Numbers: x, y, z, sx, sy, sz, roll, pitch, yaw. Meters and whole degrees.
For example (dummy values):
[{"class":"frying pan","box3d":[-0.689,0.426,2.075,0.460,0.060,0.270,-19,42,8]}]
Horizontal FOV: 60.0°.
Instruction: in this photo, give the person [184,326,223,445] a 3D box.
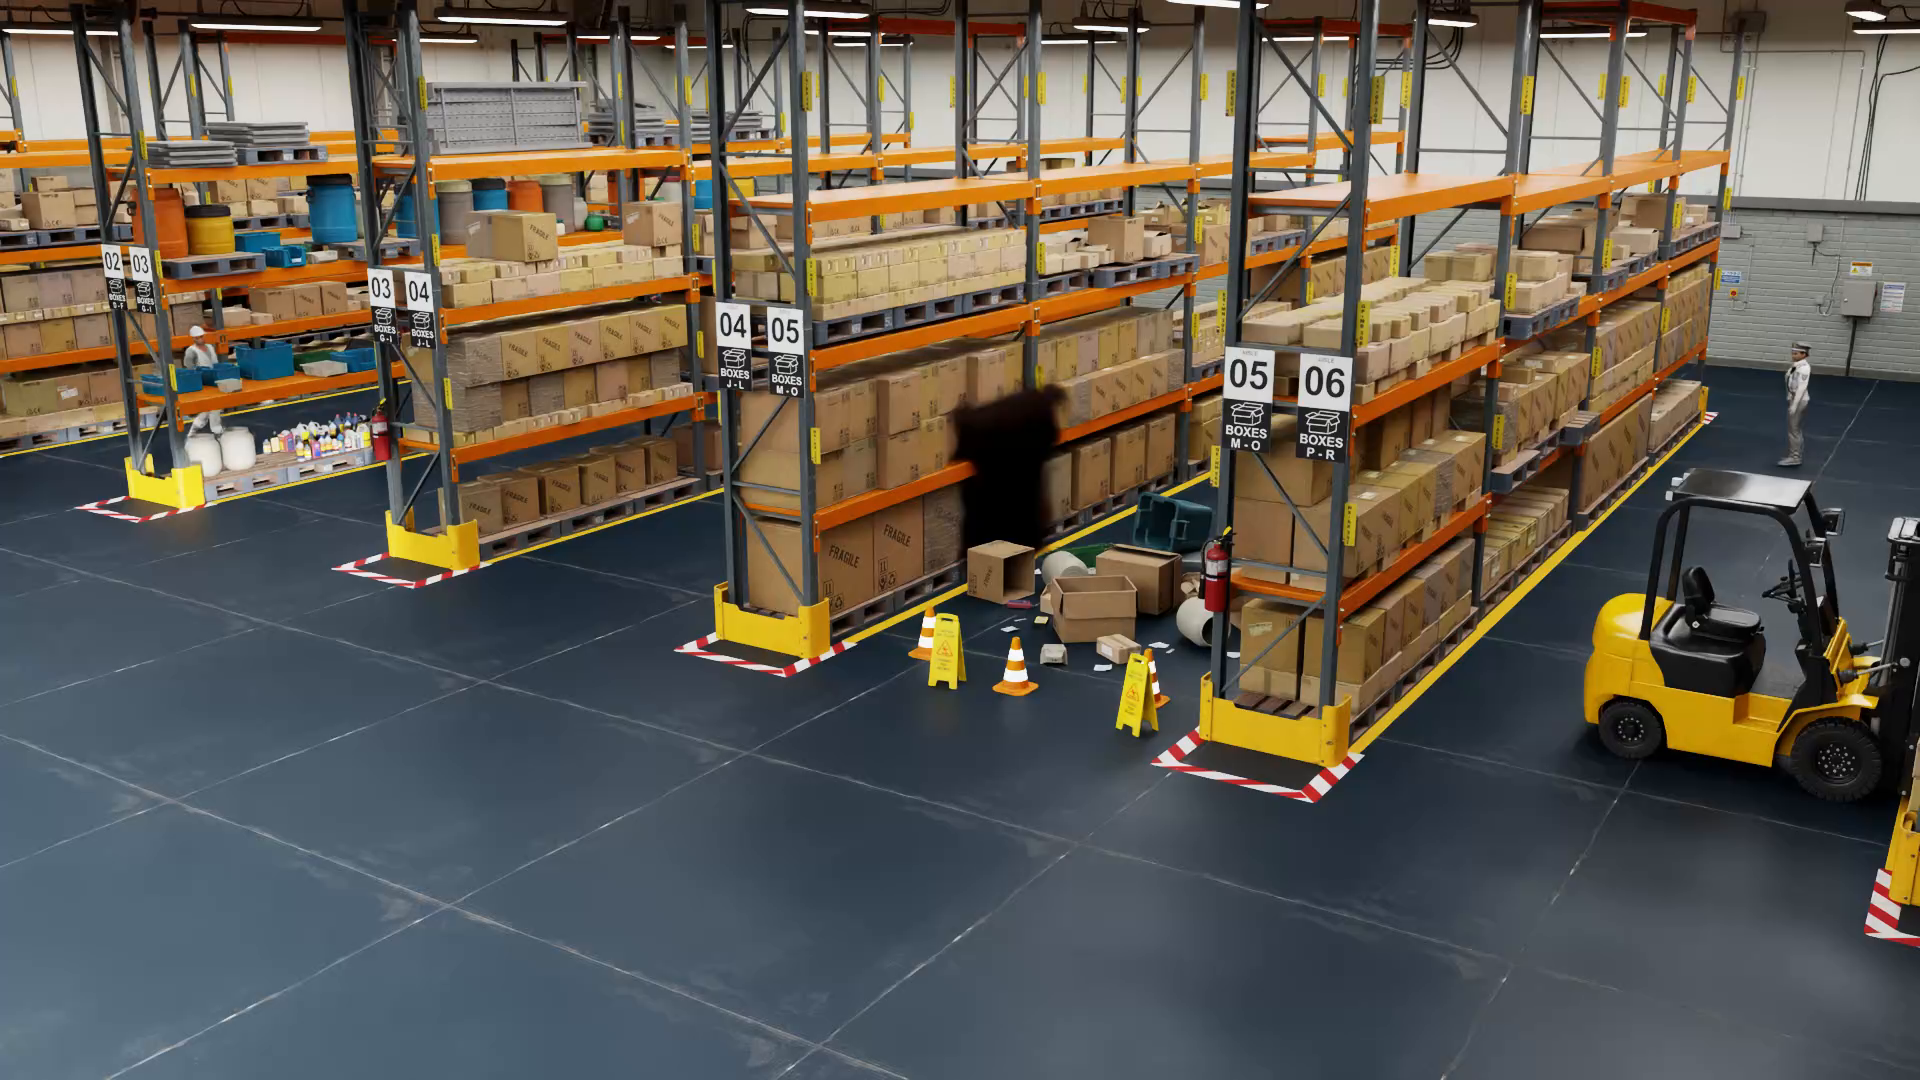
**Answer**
[{"class":"person","box3d":[-10.764,-2.184,23.790,0.778,1.789,0.511,-1,16,-5]}]

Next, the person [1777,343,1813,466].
[{"class":"person","box3d":[11.446,-1.867,22.787,0.345,1.680,0.501,8,17,27]}]

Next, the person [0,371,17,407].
[{"class":"person","box3d":[-14.812,-2.692,25.812,0.476,1.635,0.518,1,16,3]}]
